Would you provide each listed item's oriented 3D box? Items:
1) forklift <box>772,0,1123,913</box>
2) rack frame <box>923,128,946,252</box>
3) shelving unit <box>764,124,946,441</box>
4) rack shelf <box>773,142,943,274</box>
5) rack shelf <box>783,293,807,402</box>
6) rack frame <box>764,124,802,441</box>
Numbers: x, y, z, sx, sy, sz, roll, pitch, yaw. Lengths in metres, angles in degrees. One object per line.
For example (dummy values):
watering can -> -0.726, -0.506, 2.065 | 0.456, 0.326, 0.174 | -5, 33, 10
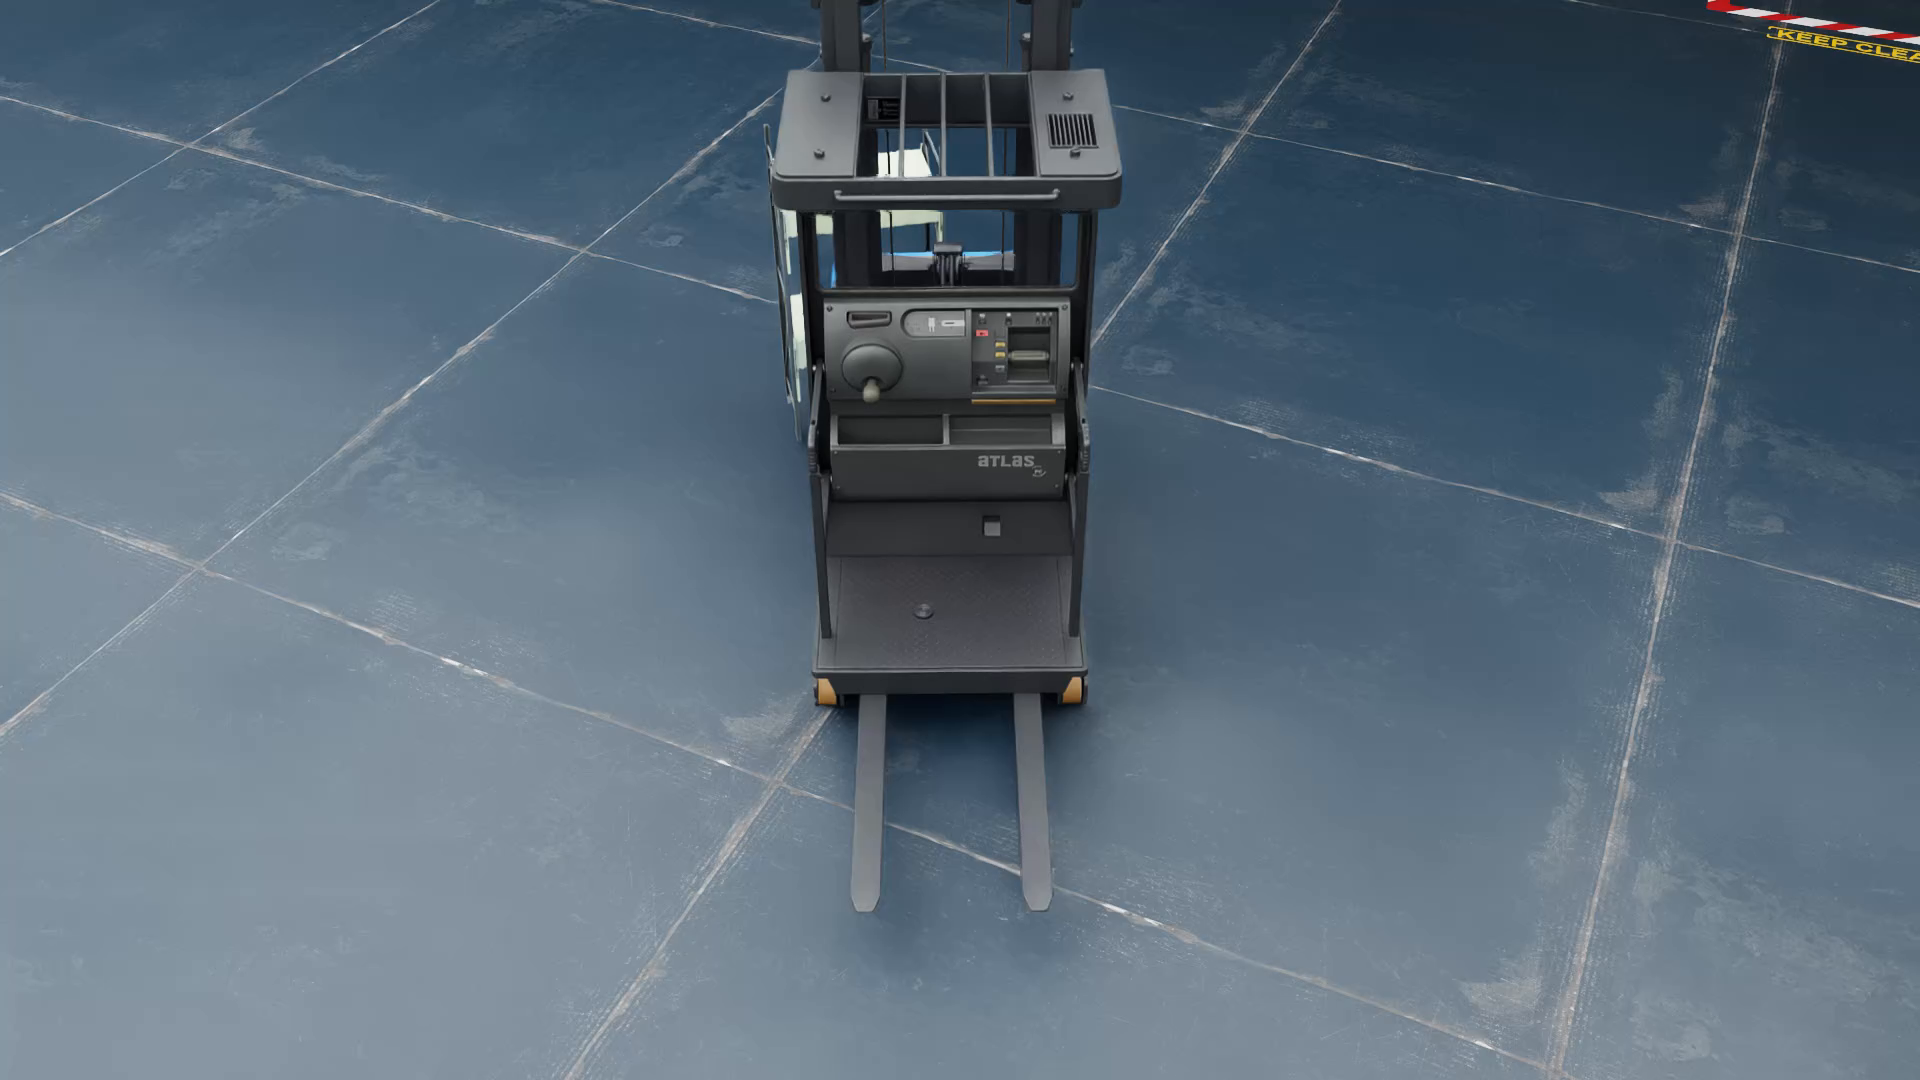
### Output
forklift -> -0.043, -0.636, 6.130 | 1.130, 2.935, 3.031 | 0, 41, 0
rack frame -> -0.119, -1.288, 7.975 | 0.023, 1.500, 0.400 | -8, 42, -9
shelving unit -> -0.476, -1.236, 7.915 | 0.755, 1.500, 0.431 | -8, 42, -9
rack shelf -> -0.476, -1.531, 7.659 | 0.720, 0.370, 0.431 | -8, 42, -9
rack shelf -> -0.476, -0.990, 8.129 | 0.720, 0.370, 0.431 | -8, 42, -9
rack frame -> -0.834, -1.184, 7.855 | 0.023, 1.500, 0.400 | -8, 42, -9
